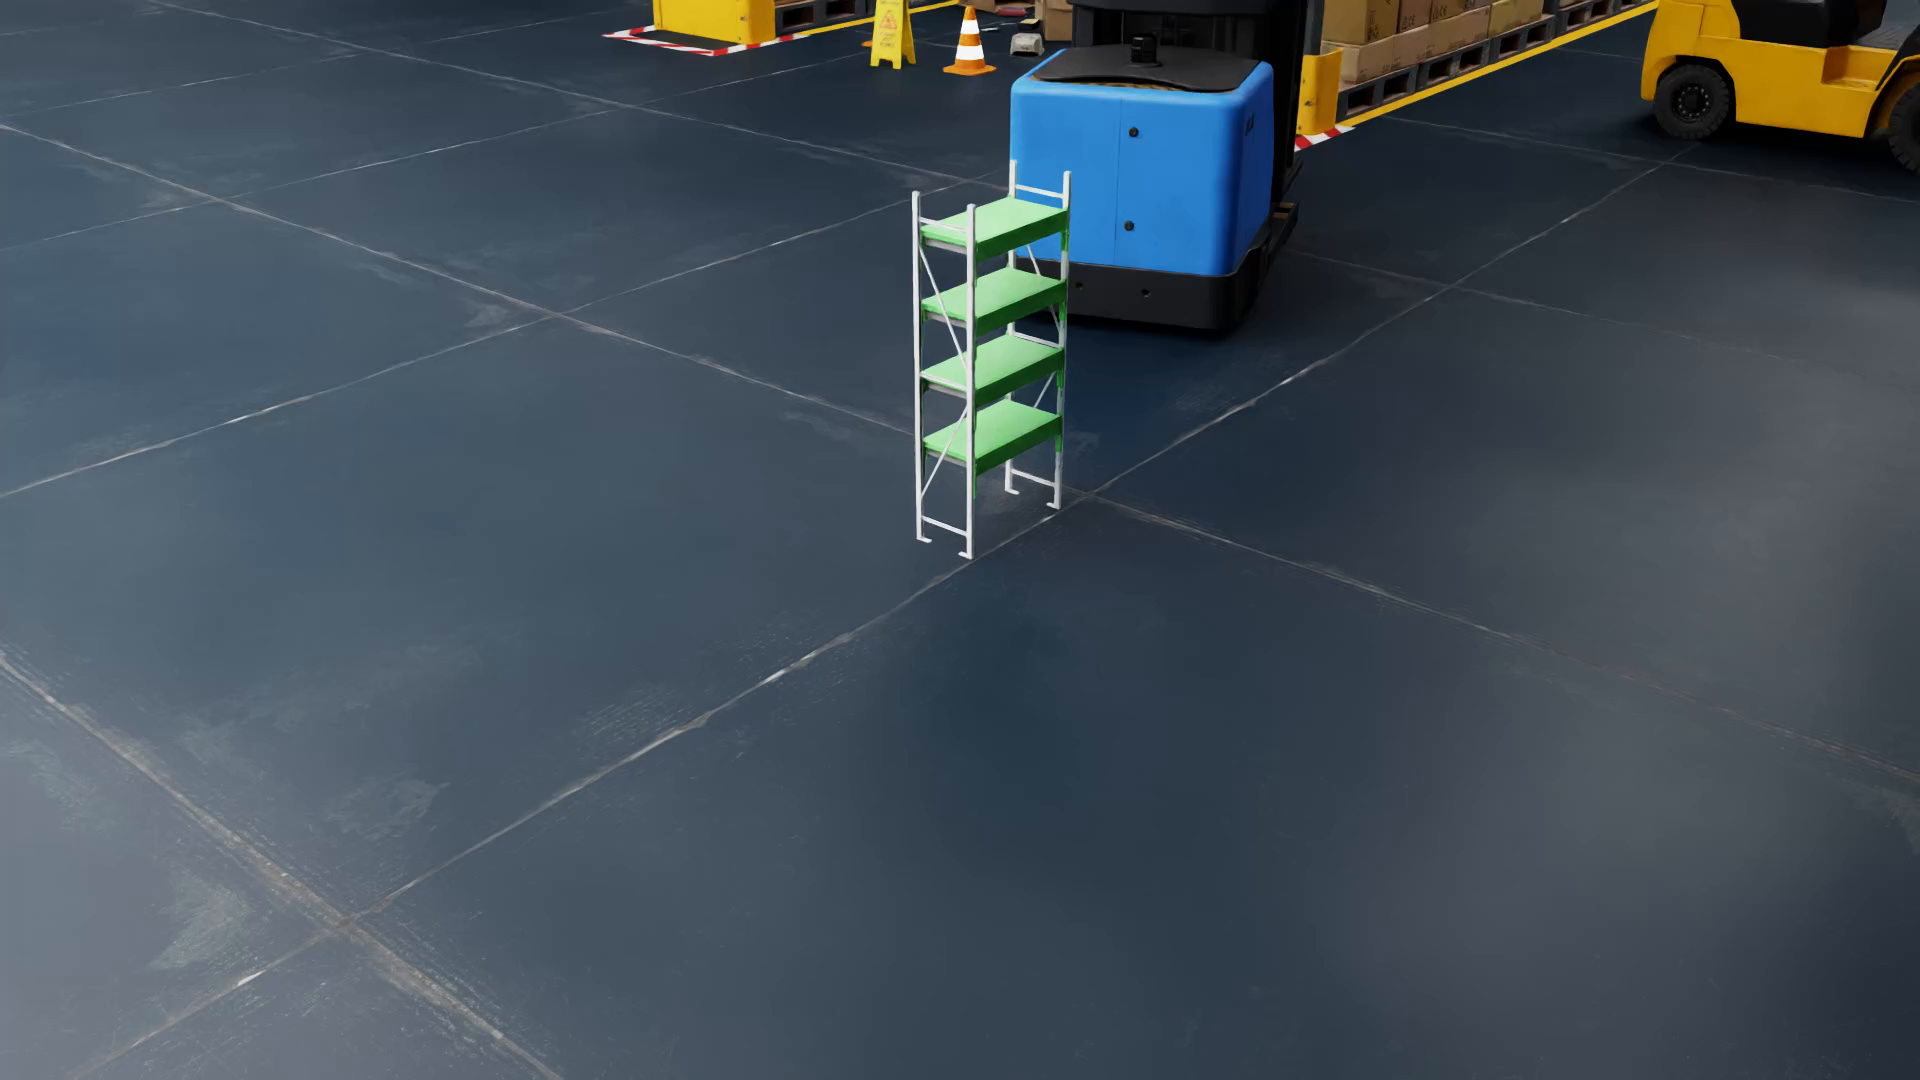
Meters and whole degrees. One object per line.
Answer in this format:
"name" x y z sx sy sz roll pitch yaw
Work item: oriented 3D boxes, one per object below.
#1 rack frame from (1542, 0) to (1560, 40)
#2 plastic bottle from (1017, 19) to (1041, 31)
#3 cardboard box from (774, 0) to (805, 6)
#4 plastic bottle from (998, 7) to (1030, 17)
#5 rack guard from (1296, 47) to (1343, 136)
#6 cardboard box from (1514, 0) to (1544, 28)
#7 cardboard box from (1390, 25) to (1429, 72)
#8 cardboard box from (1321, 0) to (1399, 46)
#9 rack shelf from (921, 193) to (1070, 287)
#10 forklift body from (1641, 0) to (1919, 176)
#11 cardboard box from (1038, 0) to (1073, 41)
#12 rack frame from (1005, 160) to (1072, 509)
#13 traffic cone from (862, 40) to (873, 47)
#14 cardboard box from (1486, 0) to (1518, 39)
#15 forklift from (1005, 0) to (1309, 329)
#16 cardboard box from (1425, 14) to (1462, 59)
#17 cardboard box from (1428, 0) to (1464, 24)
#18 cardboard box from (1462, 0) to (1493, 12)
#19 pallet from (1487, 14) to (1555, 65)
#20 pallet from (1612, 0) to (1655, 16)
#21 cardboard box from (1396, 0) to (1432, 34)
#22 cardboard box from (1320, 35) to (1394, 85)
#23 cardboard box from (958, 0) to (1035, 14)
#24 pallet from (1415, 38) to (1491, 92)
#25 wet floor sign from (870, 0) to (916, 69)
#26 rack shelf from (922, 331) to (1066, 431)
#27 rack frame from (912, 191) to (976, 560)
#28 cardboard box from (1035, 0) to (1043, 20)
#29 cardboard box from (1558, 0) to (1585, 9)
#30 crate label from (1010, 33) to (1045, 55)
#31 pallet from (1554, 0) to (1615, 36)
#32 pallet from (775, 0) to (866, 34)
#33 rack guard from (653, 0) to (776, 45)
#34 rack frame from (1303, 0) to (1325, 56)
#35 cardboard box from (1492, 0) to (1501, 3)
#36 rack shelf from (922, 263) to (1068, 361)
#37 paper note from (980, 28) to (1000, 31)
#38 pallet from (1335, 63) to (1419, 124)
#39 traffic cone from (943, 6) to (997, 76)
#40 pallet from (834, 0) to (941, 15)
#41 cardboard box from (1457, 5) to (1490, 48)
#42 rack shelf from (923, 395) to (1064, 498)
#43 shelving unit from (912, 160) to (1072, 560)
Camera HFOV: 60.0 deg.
"rack frame" 4.412 -5.539 13.099 1.000 3.000 0.127 21 34 34
"plastic bottle" 0.587 -4.333 13.965 0.133 0.061 0.283 9 29 17
"cardboard box" -1.636 -5.034 13.979 0.875 0.875 0.875 21 34 35
"plastic bottle" 0.481 -4.591 14.463 0.283 0.061 0.133 9 29 17
"rack guard" 1.916 -3.038 10.984 1.175 0.500 0.348 21 34 34
"cardboard box" 4.244 -4.216 13.077 0.500 0.250 0.500 23 35 37
"cardboard box" 2.925 -3.470 11.635 0.500 0.250 0.500 22 35 36
"cardboard box" 2.609 -3.633 11.134 0.500 0.500 0.500 19 33 33
"rack shelf" 0.105 -0.961 5.303 0.258 0.148 0.480 21 34 34
"forklift body" 5.499 -3.500 10.081 2.313 2.155 1.214 21 34 34
"cardboard box" 1.032 -4.375 13.565 0.797 0.503 0.637 0 27 0
"rack frame" 0.260 -0.678 5.661 0.240 1.200 0.015 21 34 34
"traffic cone" -0.582 -4.178 13.229 0.336 0.463 0.334 21 34 34
"cardboard box" 3.913 -4.025 12.707 0.500 0.250 0.500 20 33 33
"forklift" 1.156 -2.883 8.040 1.130 2.935 3.031 9 29 16
"cardboard box" 3.262 -3.667 12.016 0.500 0.250 0.500 24 35 38
"cardboard box" 3.264 -3.995 11.834 0.500 0.500 0.500 22 34 35
"cardboard box" 3.597 -4.187 12.205 0.500 0.500 0.500 23 35 37
"pallet" 4.012 -4.052 13.259 1.003 0.211 1.213 21 34 34
"pallet" 5.682 -5.012 15.114 1.003 0.211 1.213 21 34 34
"cardboard box" 2.938 -3.820 11.495 0.500 0.500 0.500 19 33 33
"cardboard box" 2.594 -3.291 11.289 0.500 0.250 0.500 20 34 34
"cardboard box" 0.333 -4.991 14.756 0.500 0.500 0.500 -21 34 -35
"pallet" 3.237 -3.618 12.420 1.003 0.211 1.213 21 34 34
"wet floor sign" -0.507 -3.897 12.487 0.267 0.644 0.232 15 31 26
"rack shelf" 0.105 -0.535 5.523 0.258 0.148 0.480 21 34 34
"rack frame" -0.050 -0.505 5.327 0.240 1.200 0.015 21 34 34
"cardboard box" 0.856 -4.588 14.236 0.258 0.266 0.396 -21 34 -35
"cardboard box" 4.744 -4.745 13.967 0.950 0.372 0.625 21 34 35
"crate label" 0.525 -3.880 13.007 0.250 0.136 0.298 4 28 8
"pallet" 4.906 -4.577 14.274 1.003 0.211 1.213 21 34 34
"pallet" -1.568 -4.600 14.318 1.003 0.211 1.213 21 34 34
"rack guard" -2.031 -4.413 13.643 1.175 0.500 0.348 21 34 34
"rack frame" 1.868 -4.121 10.358 1.000 3.000 0.127 21 34 34
"cardboard box" 3.921 -4.368 12.555 0.500 0.500 0.500 21 34 35
"rack shelf" 0.105 -0.748 5.413 0.258 0.148 0.480 21 34 34
"paper note" 0.265 -4.257 13.854 0.142 0.017 0.144 -15 31 -27
"pallet" 2.460 -3.187 11.587 1.003 0.211 1.213 21 34 34
"traffic cone" 0.073 -3.728 12.358 0.336 0.463 0.334 21 34 34
"pallet" -0.791 -5.030 15.150 1.003 0.211 1.213 21 34 34
"cardboard box" 3.586 -3.846 12.361 0.500 0.250 0.500 21 34 35
"rack shelf" 0.105 -0.322 5.634 0.258 0.148 0.480 21 34 34
"shelving unit" 0.105 -0.592 5.494 0.258 1.200 0.503 21 34 34
